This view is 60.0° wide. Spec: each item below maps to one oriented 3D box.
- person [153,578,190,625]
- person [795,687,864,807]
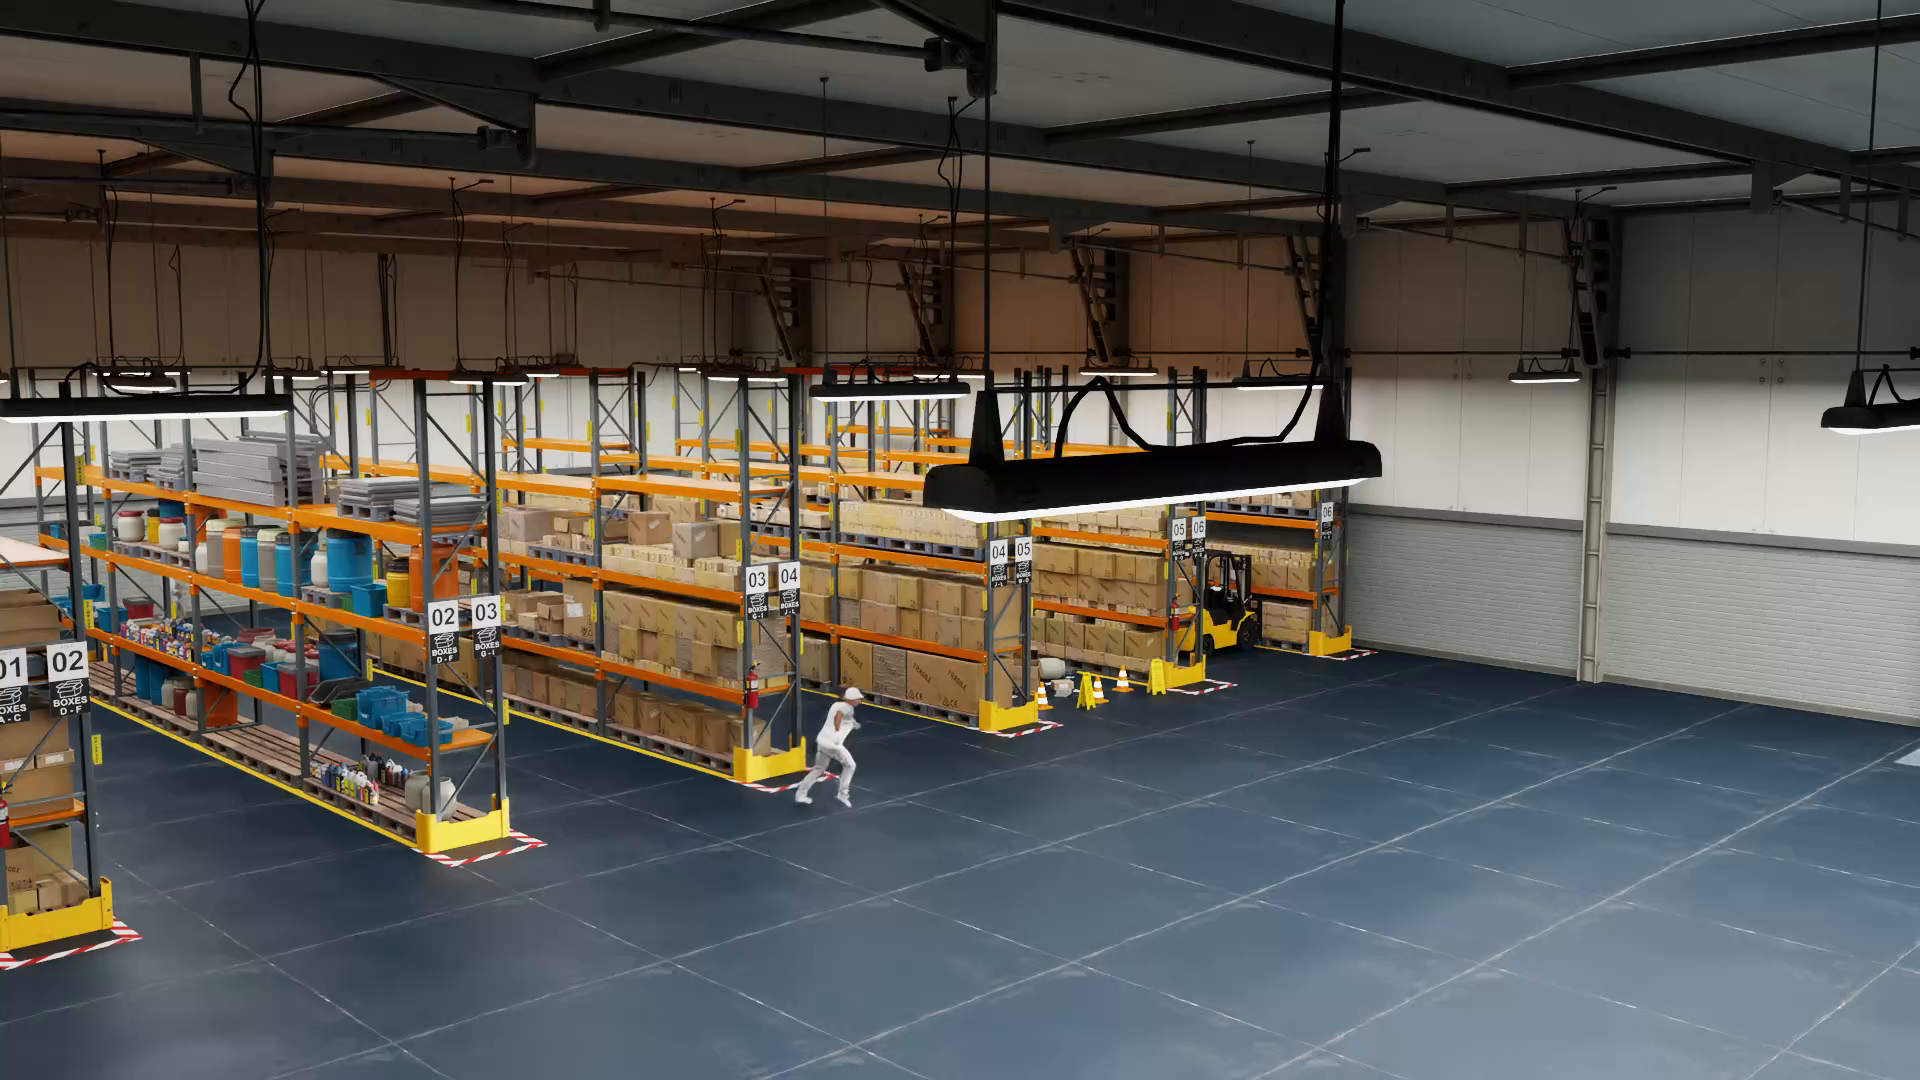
[{"bbox_3d":[-17.588,1.370,37.076,0.846,1.605,0.530,-2,7,-16],"label":"person"},{"bbox_3d":[-1.805,2.927,23.093,1.013,1.723,0.736,-3,7,-22],"label":"person"}]
